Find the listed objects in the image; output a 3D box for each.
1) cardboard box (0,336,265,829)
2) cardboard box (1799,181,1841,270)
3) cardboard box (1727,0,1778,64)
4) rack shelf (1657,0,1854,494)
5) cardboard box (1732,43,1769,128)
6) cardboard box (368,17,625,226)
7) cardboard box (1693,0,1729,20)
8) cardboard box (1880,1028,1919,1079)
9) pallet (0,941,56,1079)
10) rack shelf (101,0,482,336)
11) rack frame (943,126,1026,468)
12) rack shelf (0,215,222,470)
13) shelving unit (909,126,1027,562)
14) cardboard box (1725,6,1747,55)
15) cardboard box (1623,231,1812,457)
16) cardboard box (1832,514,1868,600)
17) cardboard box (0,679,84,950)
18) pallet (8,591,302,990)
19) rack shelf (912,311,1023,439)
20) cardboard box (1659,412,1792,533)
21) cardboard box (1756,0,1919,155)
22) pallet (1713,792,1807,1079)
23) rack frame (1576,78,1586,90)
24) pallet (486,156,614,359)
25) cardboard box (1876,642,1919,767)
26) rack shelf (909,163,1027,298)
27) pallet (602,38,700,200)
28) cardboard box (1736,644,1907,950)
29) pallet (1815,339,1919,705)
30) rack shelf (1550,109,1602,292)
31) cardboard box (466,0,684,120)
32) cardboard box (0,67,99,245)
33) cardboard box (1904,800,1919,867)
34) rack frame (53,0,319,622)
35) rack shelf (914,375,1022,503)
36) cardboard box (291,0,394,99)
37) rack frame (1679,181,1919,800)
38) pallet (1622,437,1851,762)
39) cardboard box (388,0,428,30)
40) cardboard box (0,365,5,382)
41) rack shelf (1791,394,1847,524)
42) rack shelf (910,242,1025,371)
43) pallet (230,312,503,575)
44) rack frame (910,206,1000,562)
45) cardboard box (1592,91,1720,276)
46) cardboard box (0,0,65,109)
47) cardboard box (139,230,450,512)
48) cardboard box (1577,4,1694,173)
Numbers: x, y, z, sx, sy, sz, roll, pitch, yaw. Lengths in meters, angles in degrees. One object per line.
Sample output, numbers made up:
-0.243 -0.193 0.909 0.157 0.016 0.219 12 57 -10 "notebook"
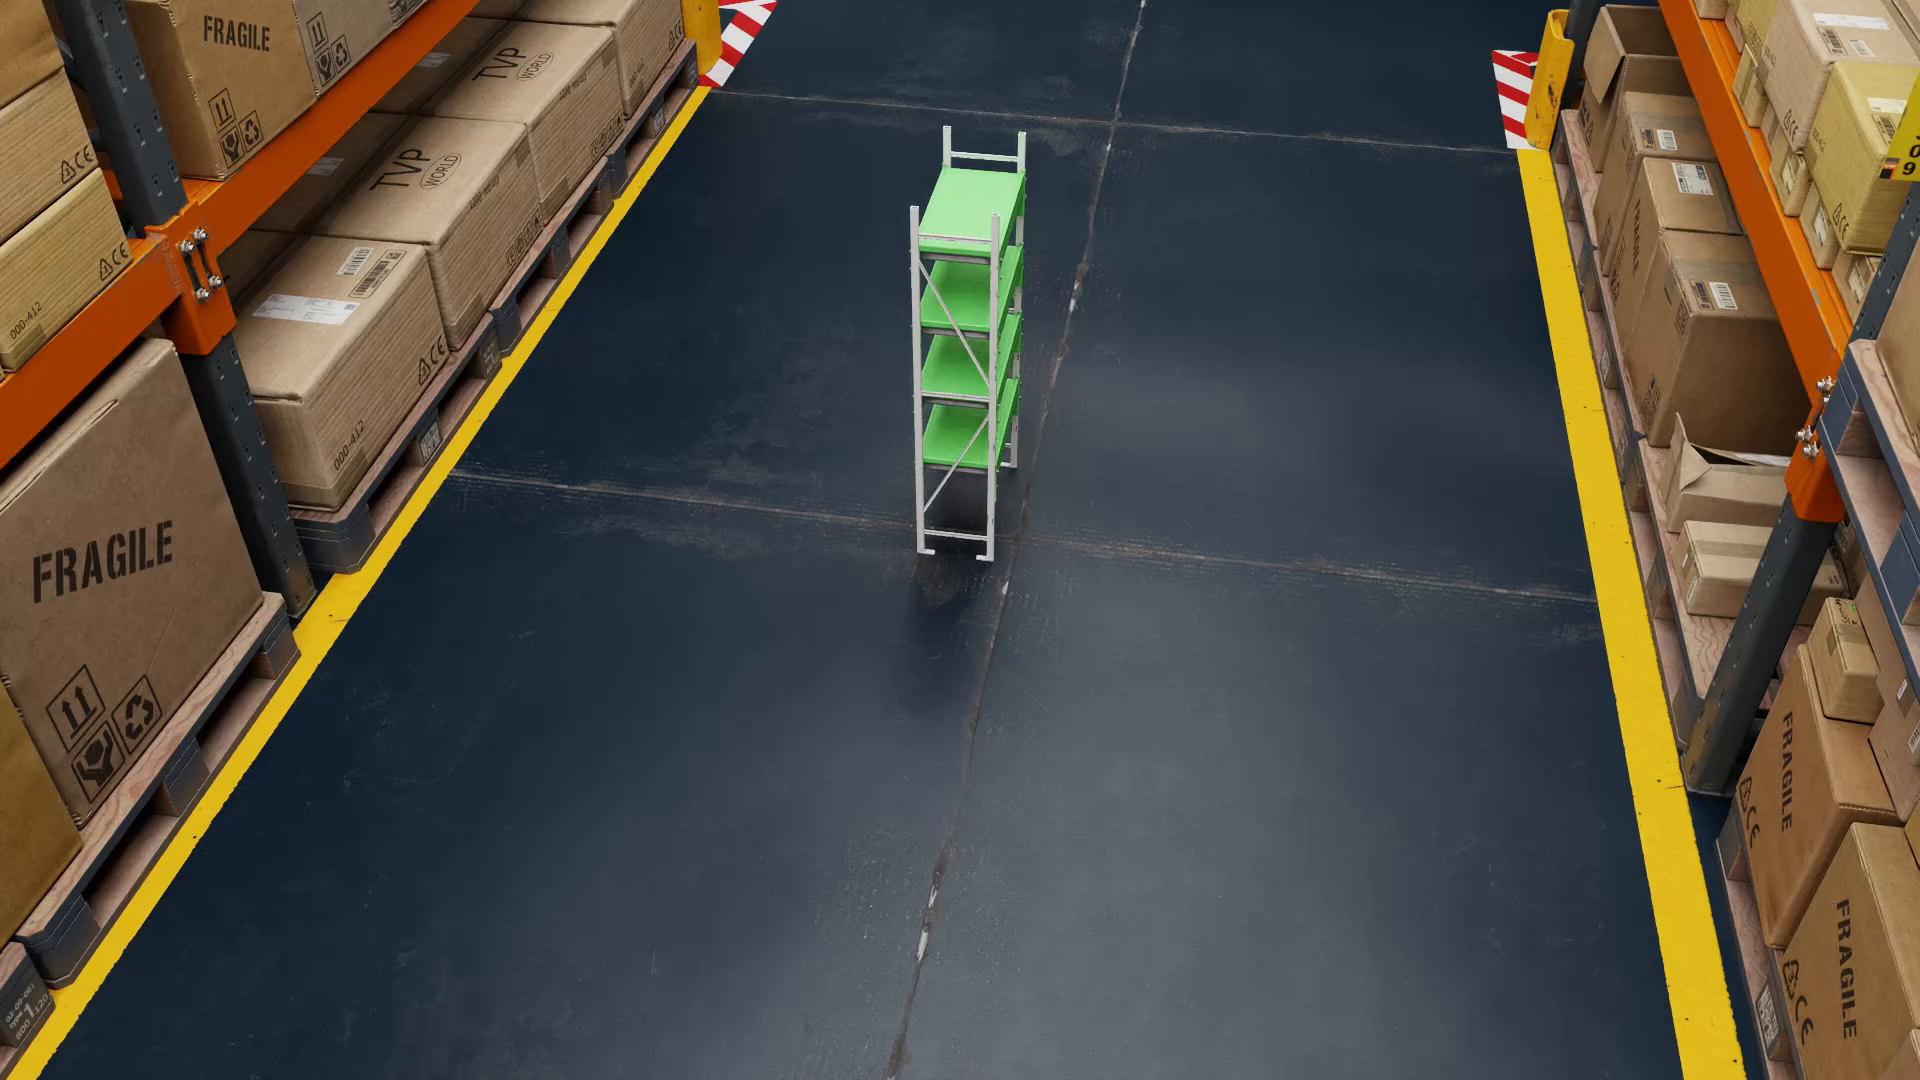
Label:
-2.480 0.047 4.176 0.875 0.875 0.875 8 40 9 "cardboard box"
2.268 -0.759 4.012 0.380 0.149 0.250 7 40 9 "cardboard box"
2.457 -1.493 4.587 0.500 0.250 0.500 6 40 7 "cardboard box"
2.784 -1.440 5.203 1.077 0.370 4.000 6 40 8 "rack shelf"
2.378 -1.250 4.605 0.380 0.149 0.250 6 40 7 "cardboard box"
-1.925 -1.692 6.623 0.875 0.438 0.875 7 40 9 "cardboard box"
2.506 -1.729 5.185 0.380 0.149 0.250 7 40 9 "cardboard box"
1.959 1.266 2.997 0.500 0.500 0.500 5 40 6 "cardboard box"
-2.720 1.328 3.479 1.003 0.211 1.213 6 40 8 "pallet"
-2.105 -1.985 5.862 1.077 0.370 4.000 6 40 8 "rack shelf"
0.071 -0.719 5.179 0.240 1.200 0.015 6 40 8 "rack frame"
-2.798 0.525 2.826 1.077 0.370 4.000 6 40 8 "rack shelf"
0.029 -0.566 4.993 0.258 1.200 0.503 6 40 8 "shelving unit"
2.529 -1.560 4.980 0.380 0.149 0.250 6 40 8 "cardboard box"
2.565 -0.614 5.271 0.700 0.500 0.500 5 40 6 "cardboard box"
2.785 0.023 4.648 0.500 0.311 0.500 8 40 9 "cardboard box"
-2.629 0.615 3.490 0.875 0.875 0.875 7 40 9 "cardboard box"
-2.511 0.560 4.407 1.003 0.211 1.213 6 40 8 "pallet"
0.029 -0.517 5.034 0.258 0.148 0.480 6 40 8 "rack shelf"
2.307 -0.177 4.926 0.396 0.266 0.258 8 40 9 "cardboard box"
2.358 -1.182 4.210 0.500 0.250 0.500 7 40 8 "cardboard box"
2.334 1.127 3.722 1.003 0.211 1.213 6 40 8 "pallet"
3.127 -2.973 6.492 0.949 2.616 0.053 6 40 8 "rack frame"
-2.034 -1.169 6.499 1.003 0.211 1.213 6 40 8 "pallet"
2.116 0.339 3.376 0.380 0.149 0.250 5 40 6 "cardboard box"
0.029 -0.887 4.728 0.258 0.148 0.480 6 40 8 "rack shelf"
-1.821 -1.933 7.422 1.003 0.211 1.213 6 40 8 "pallet"
2.133 0.618 3.781 0.500 0.500 0.500 8 40 10 "cardboard box"
2.192 0.101 2.925 1.003 0.211 1.213 6 40 8 "pallet"
-12.545 -0.712 3.915 30.696 2.800 11.642 6 40 8 "rack shelf"
-1.775 -2.267 7.319 0.875 0.438 0.875 5 40 6 "cardboard box"
-2.288 -0.839 3.636 0.500 0.250 0.500 6 40 8 "cardboard box"
2.109 0.629 3.258 0.380 0.149 0.250 4 40 5 "cardboard box"
-2.452 -1.008 4.115 1.000 3.000 0.127 6 40 8 "rack frame"
0.029 -0.332 5.187 0.258 0.148 0.480 6 40 8 "rack shelf"
-2.021 -1.627 4.785 0.500 0.500 0.500 7 40 8 "cardboard box"
2.438 -0.463 3.455 1.000 3.000 0.127 6 40 8 "rack frame"
2.558 0.181 4.865 1.003 0.211 1.213 6 40 8 "pallet"
-1.929 -1.938 5.162 0.500 0.500 0.500 7 40 8 "cardboard box"
-2.370 -0.321 3.402 0.500 0.250 0.500 6 40 7 "cardboard box"
2.092 1.070 2.166 1.077 0.370 4.000 6 40 8 "rack shelf"
0.029 -0.702 4.881 0.258 0.148 0.480 6 40 8 "rack shelf"
-2.243 -0.401 5.570 1.003 0.211 1.213 6 40 8 "pallet"
-0.014 -0.413 4.808 0.240 1.200 0.015 6 40 8 "rack frame"
2.745 -1.266 6.059 0.700 0.500 0.500 8 40 9 "cardboard box"
-2.282 -1.123 3.391 0.500 0.500 0.500 8 40 9 "cardboard box"
-2.237 -0.564 5.259 0.875 0.438 0.875 6 40 7 "cardboard box"
2.931 -1.799 6.702 0.797 0.503 0.637 5 40 6 "cardboard box"
